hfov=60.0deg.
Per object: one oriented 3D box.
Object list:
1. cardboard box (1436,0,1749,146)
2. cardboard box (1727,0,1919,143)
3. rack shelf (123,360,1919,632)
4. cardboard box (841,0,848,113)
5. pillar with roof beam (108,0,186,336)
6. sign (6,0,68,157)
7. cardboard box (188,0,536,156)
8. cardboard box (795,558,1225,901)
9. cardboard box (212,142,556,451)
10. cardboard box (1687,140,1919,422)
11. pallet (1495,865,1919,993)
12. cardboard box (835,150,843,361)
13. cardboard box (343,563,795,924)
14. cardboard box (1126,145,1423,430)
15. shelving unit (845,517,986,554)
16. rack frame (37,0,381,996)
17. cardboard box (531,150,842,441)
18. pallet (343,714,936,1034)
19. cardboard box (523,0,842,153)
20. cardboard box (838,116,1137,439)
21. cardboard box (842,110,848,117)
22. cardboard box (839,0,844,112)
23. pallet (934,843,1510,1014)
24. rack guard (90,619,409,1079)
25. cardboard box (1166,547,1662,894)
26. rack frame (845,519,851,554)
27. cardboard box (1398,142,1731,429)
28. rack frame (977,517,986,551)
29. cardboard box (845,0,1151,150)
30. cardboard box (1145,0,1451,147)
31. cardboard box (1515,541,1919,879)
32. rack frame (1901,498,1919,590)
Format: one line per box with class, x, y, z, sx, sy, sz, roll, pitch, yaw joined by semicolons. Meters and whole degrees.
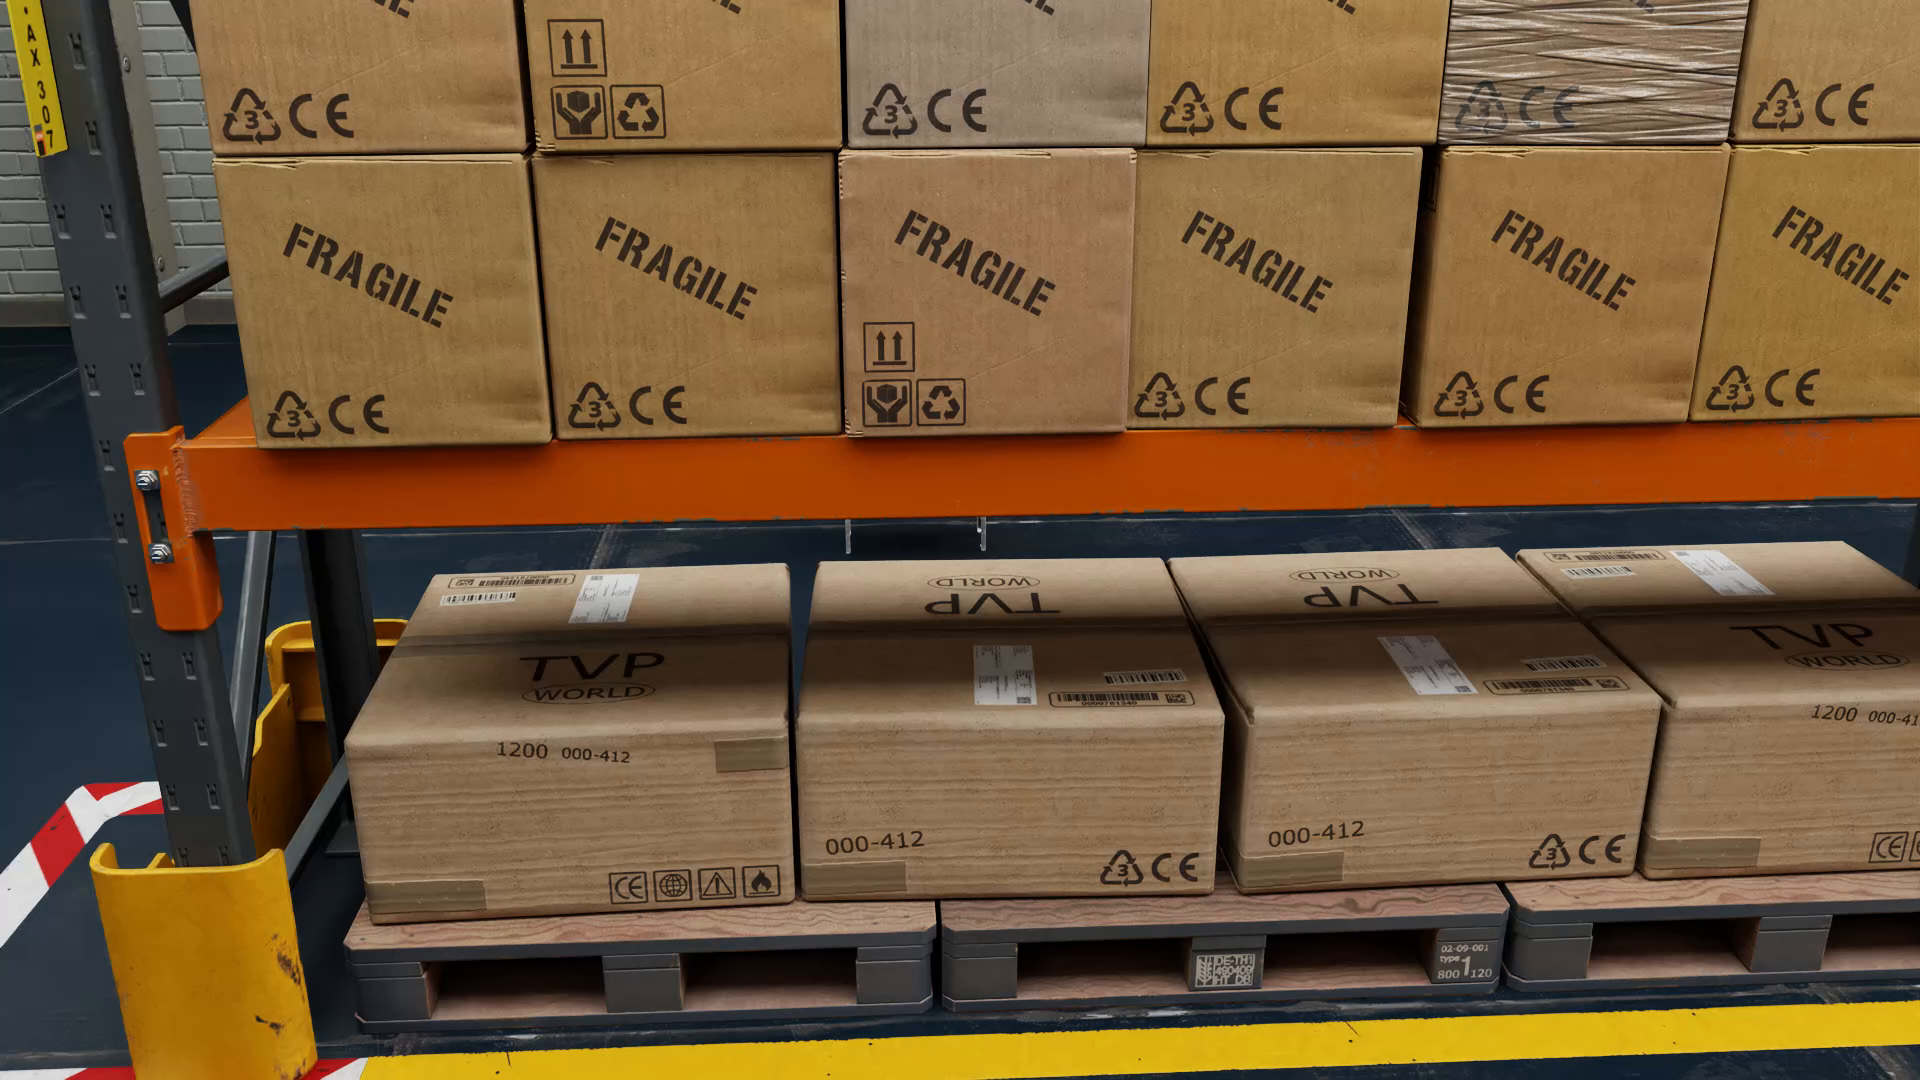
cardboard box;1.048;-0.992;2.965;0.500;0.500;0.500;-1;21;-2
cardboard box;1.555;-1.006;3.001;0.500;0.500;0.500;-1;21;-4
rack shelf;0.521;-0.230;3.521;4.000;0.370;1.077;-1;21;-3
cardboard box;0.006;-1.164;3.417;0.500;0.500;0.500;-1;21;-3
pillar with roof beam;-4.261;-3.829;3.530;0.400;9.000;9.100;-1;21;-3
sign;-1.450;-0.770;2.600;0.005;0.325;0.100;-1;21;-3
cardboard box;-0.980;-0.948;2.850;0.500;0.500;0.500;-2;21;-4
cardboard box;0.090;0.405;3.852;0.875;0.438;0.875;-1;21;-2
cardboard box;-0.980;-0.480;3.026;0.500;0.500;0.500;-1;21;-3
cardboard box;1.556;-0.541;3.186;0.500;0.500;0.500;-2;21;-4
pallet;1.754;0.684;4.028;1.213;0.211;1.003;-1;21;-3
cardboard box;-0.508;-0.681;3.554;0.500;0.500;0.500;-2;21;-4
cardboard box;-0.823;0.427;3.796;0.875;0.438;0.875;-2;21;-5
cardboard box;0.531;-0.520;3.131;0.500;0.500;0.500;0;21;-1
shelving unit;-0.165;-0.557;5.899;0.503;1.200;0.258;-1;21;-3
rack frame;-1.476;-0.526;3.286;0.127;3.000;1.000;-1;21;-3
cardboard box;-0.477;-0.500;3.079;0.500;0.500;0.500;-1;21;-4
pallet;-0.682;0.734;3.898;1.213;0.211;1.003;-1;21;-3
cardboard box;-0.465;-0.961;2.884;0.500;0.500;0.500;-2;21;-5
cardboard box;0.032;-0.504;3.089;0.500;0.500;0.500;-1;21;-3
cardboard box;0.005;-0.695;3.590;0.500;0.500;0.500;-1;21;-1
cardboard box;-0.488;-1.155;3.393;0.500;0.500;0.500;-1;21;-3
pallet;0.533;0.710;3.960;1.213;0.211;1.003;-1;21;-3
rack guard;-1.500;0.643;3.729;0.348;0.500;1.175;-1;21;-3
cardboard box;0.991;0.387;3.899;0.875;0.438;0.875;-2;21;-5
rack frame;-0.409;-0.552;5.886;0.015;1.200;0.240;-1;21;-3
cardboard box;1.055;-0.526;3.145;0.500;0.500;0.500;-1;21;-4
rack frame;0.078;-0.562;5.912;0.015;1.200;0.240;-1;21;-3
cardboard box;0.048;-0.974;2.919;0.500;0.500;0.500;-1;21;-3
cardboard box;0.546;-0.985;2.946;0.500;0.500;0.500;-1;21;-3
cardboard box;1.885;0.369;3.947;0.875;0.438;0.875;-1;21;-4
rack frame;2.518;-0.607;3.499;0.127;3.000;1.000;-1;21;-3
